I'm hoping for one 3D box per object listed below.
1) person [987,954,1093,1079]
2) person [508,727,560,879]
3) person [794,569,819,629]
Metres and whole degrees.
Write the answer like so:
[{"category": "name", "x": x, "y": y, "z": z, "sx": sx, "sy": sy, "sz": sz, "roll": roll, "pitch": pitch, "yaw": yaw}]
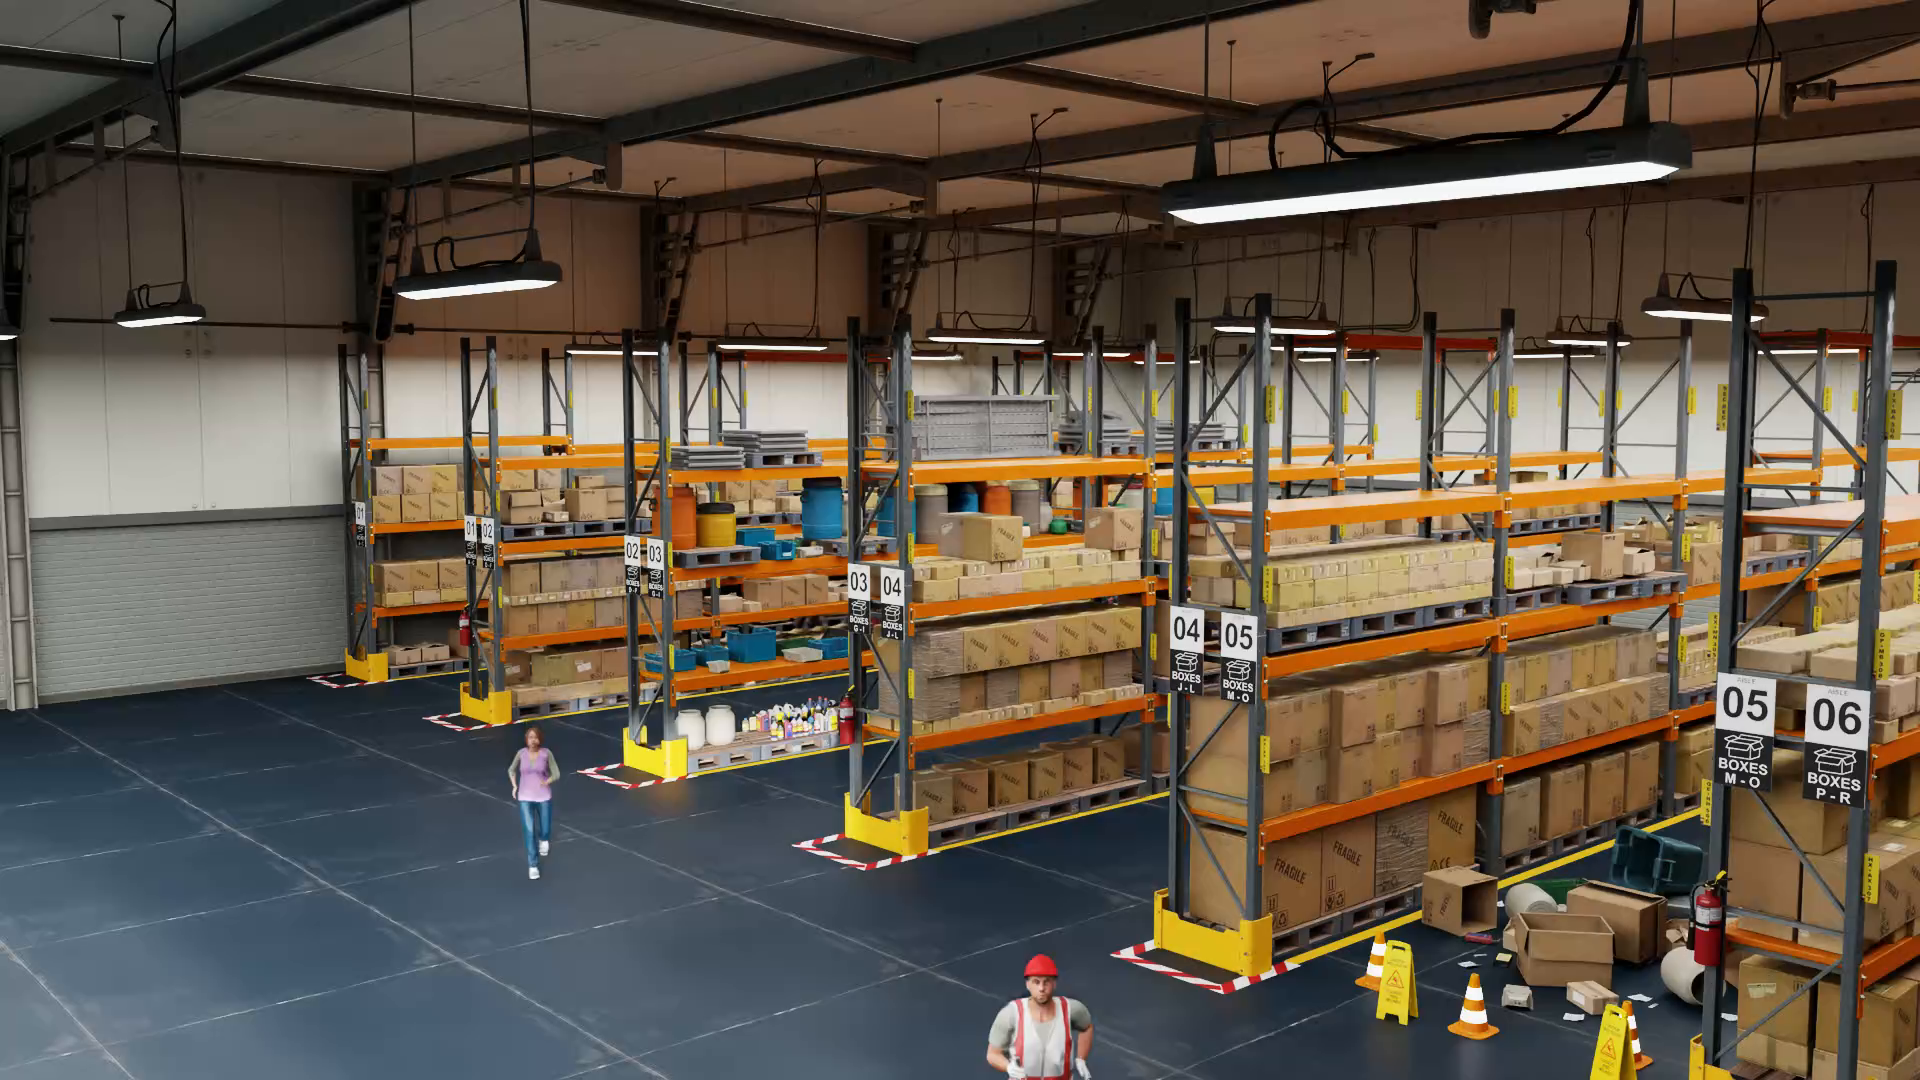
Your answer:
[{"category": "person", "x": 0.481, "y": 3.353, "z": 9.908, "sx": 0.647, "sy": 1.787, "sz": 0.968, "roll": 0, "pitch": 5, "yaw": 1}, {"category": "person", "x": -4.573, "y": 2.784, "z": 17.865, "sx": 0.548, "sy": 1.560, "sz": 0.792, "roll": -1, "pitch": 5, "yaw": -12}, {"category": "person", "x": -2.961, "y": 1.385, "z": 32.659, "sx": 0.625, "sy": 1.782, "sz": 0.767, "roll": 4, "pitch": 6, "yaw": 37}]
